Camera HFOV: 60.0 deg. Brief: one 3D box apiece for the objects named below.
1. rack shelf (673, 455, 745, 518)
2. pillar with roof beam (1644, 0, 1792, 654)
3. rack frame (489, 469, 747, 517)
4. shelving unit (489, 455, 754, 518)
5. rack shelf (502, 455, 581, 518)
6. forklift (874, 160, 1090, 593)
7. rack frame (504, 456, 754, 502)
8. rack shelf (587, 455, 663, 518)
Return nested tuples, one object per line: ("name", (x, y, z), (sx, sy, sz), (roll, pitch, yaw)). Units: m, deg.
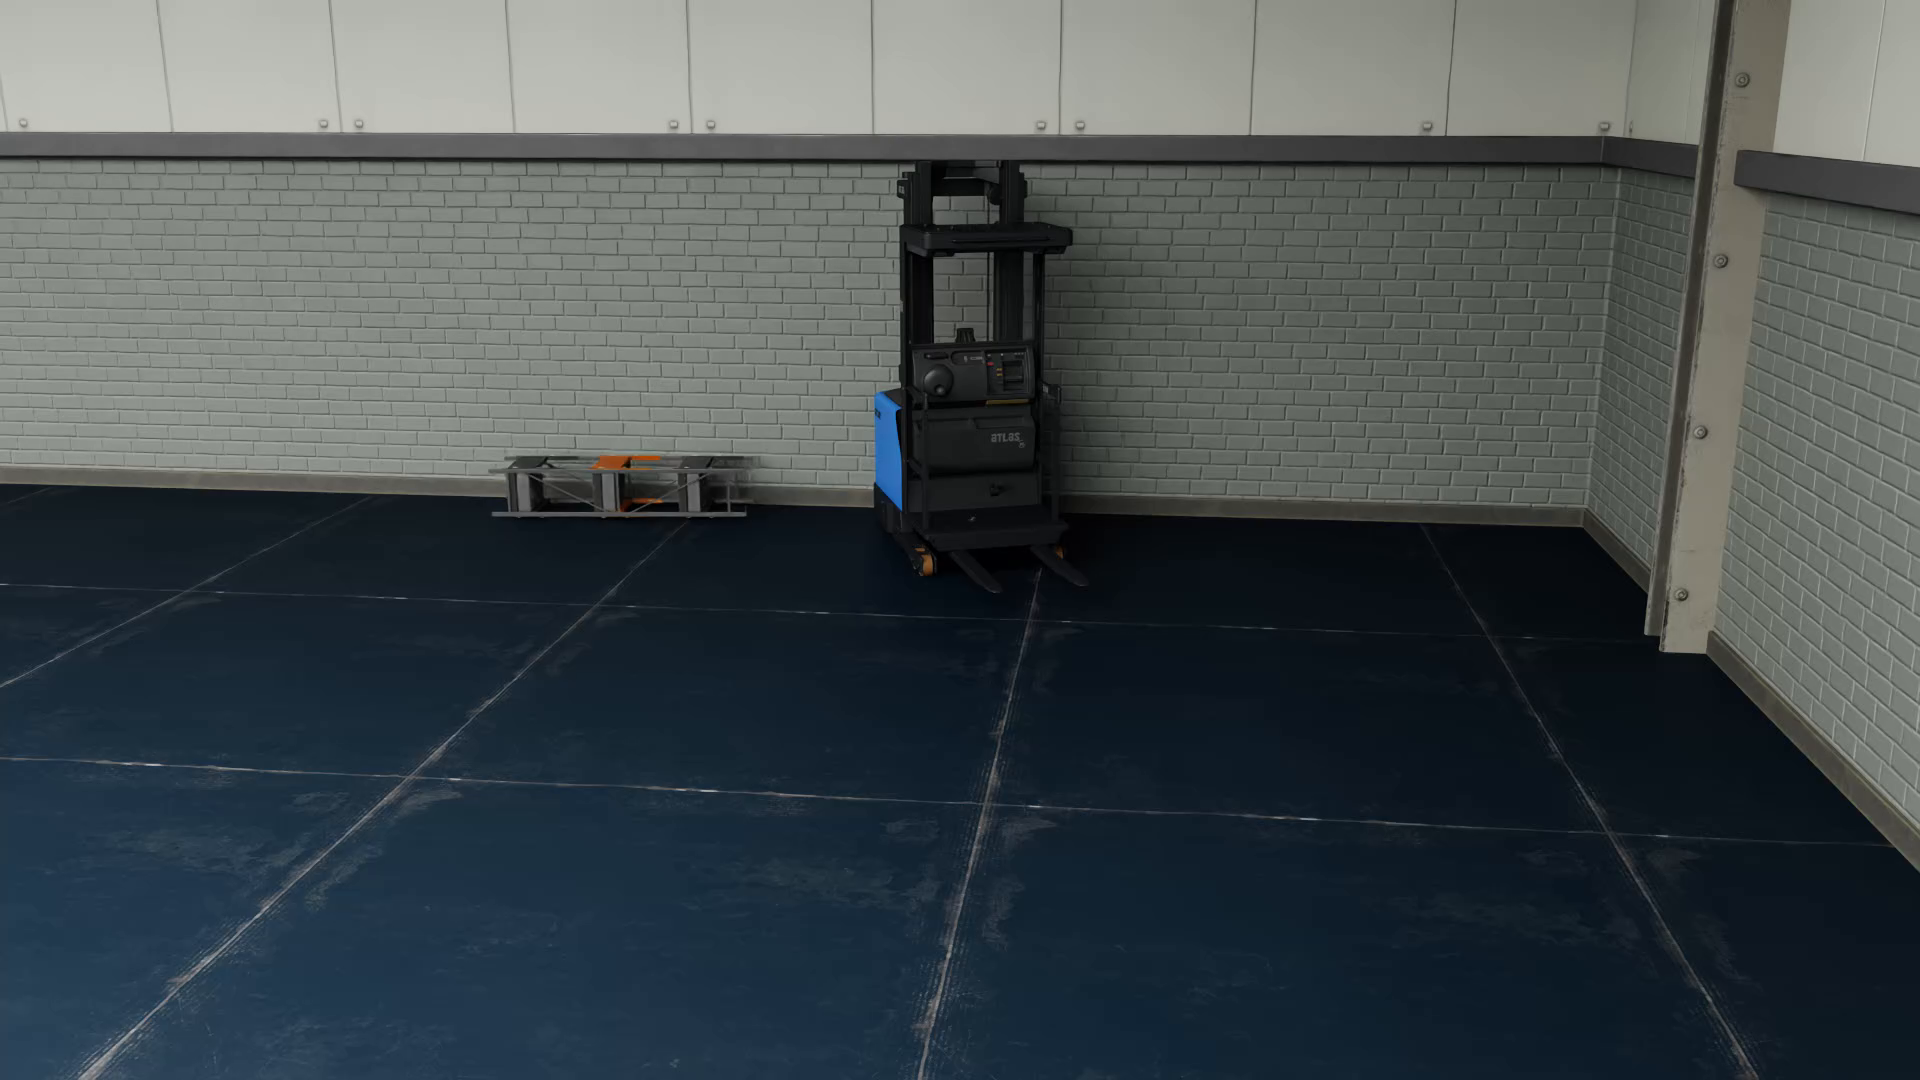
("rack shelf", (-2.092, -0.452, 13.893), (0.518, 0.431, 0.480), (0, 15, 0))
("pillar with roof beam", (0.342, -3.808, 10.007), (9.100, 9.000, 0.400), (2, 15, 6))
("rack frame", (-2.807, -0.388, 13.659), (2.100, 0.400, 0.015), (0, 15, 0))
("shelving unit", (-2.806, -0.452, 13.894), (2.100, 0.431, 0.503), (0, 15, 0))
("rack shelf", (-3.492, -0.452, 13.896), (0.518, 0.431, 0.480), (0, 15, 0))
("forklift", (0.160, -1.257, 12.195), (1.130, 2.935, 3.031), (-4, 16, -14))
("rack frame", (-2.806, -0.516, 14.130), (2.100, 0.400, 0.015), (0, 15, 0))
("rack shelf", (-2.792, -0.452, 13.894), (0.518, 0.431, 0.480), (0, 15, 0))
